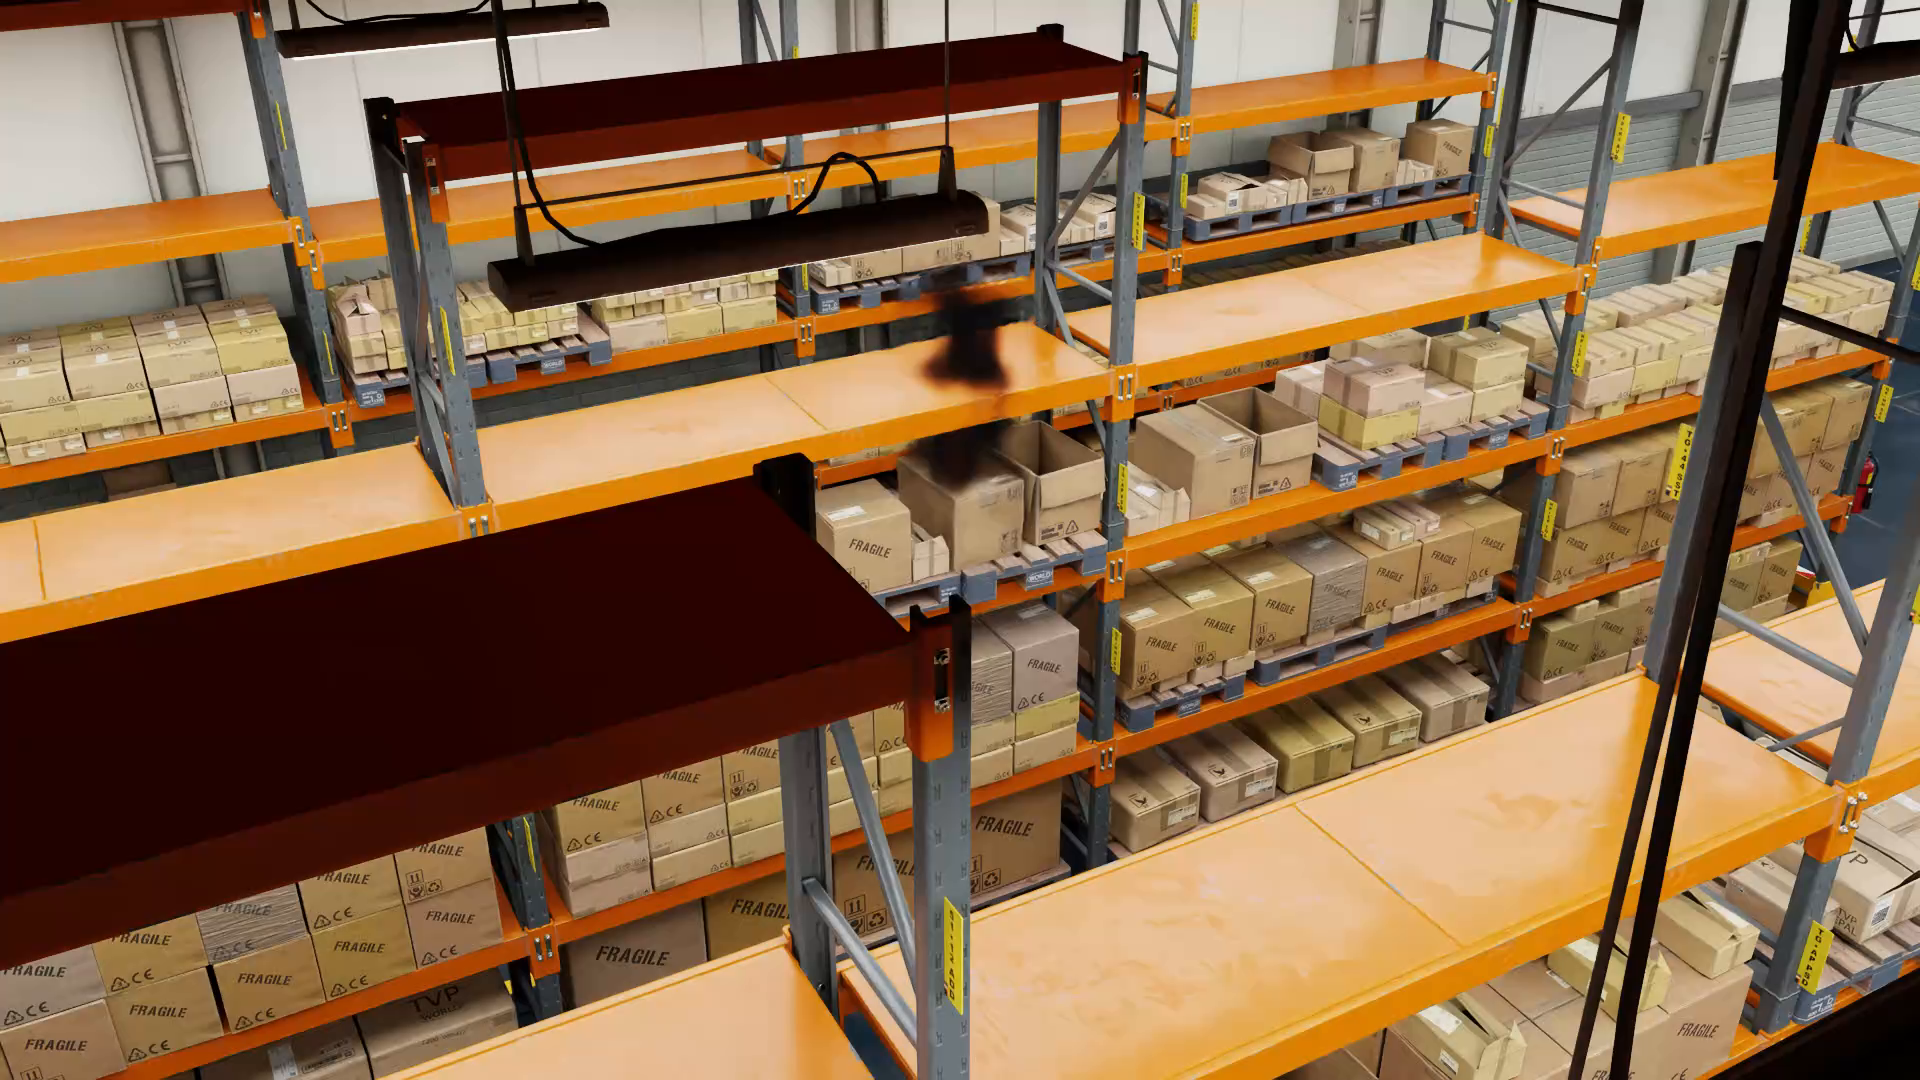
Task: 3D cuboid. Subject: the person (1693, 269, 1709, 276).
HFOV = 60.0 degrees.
[{"bbox_3d":[8.500,-2.329,19.498,0.815,1.729,0.659,-14,31,-24],"label":"person"}]
